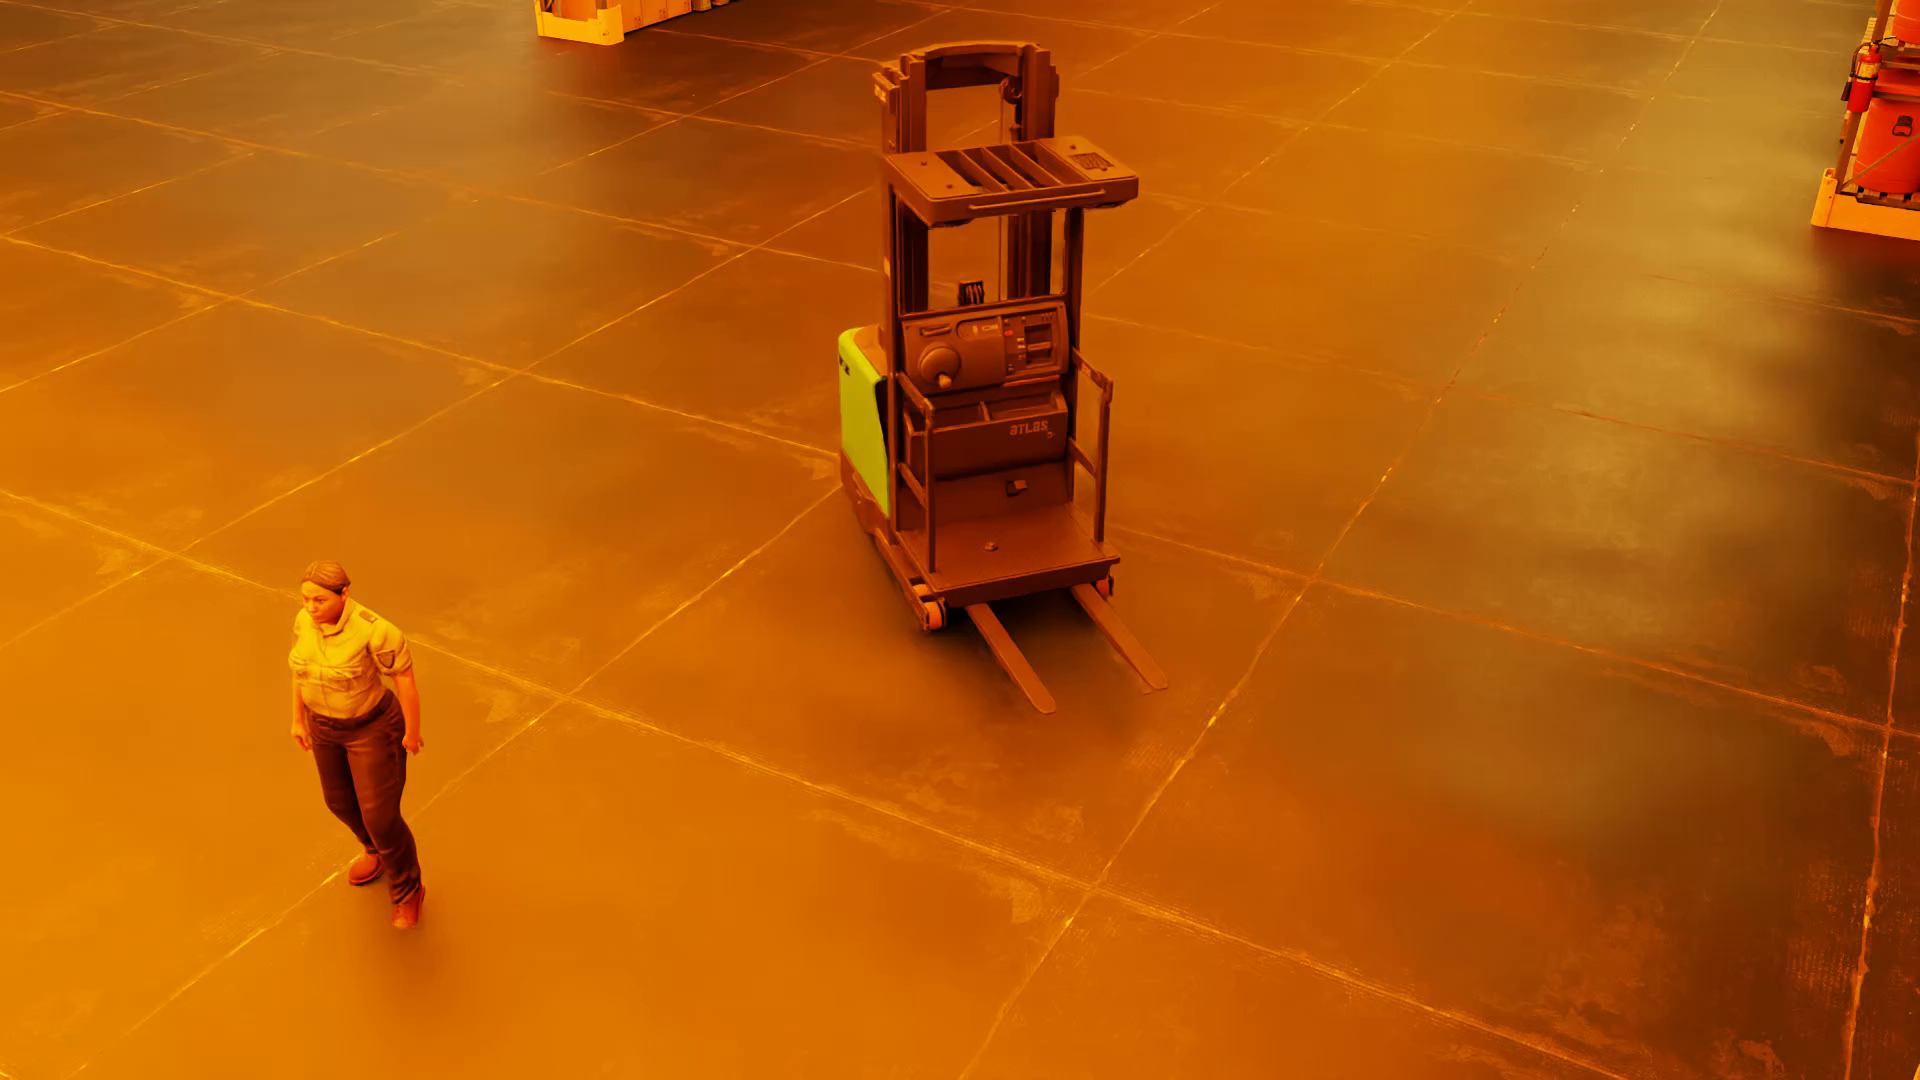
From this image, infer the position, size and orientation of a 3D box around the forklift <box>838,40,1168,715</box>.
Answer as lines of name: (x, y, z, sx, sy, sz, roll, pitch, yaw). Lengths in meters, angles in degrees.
forklift: (0.217, -0.999, 8.801, 1.130, 2.935, 3.031, -10, 31, -17)

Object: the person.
person: (-2.552, 0.849, 6.964, 0.585, 1.695, 0.505, 11, 32, 18)
